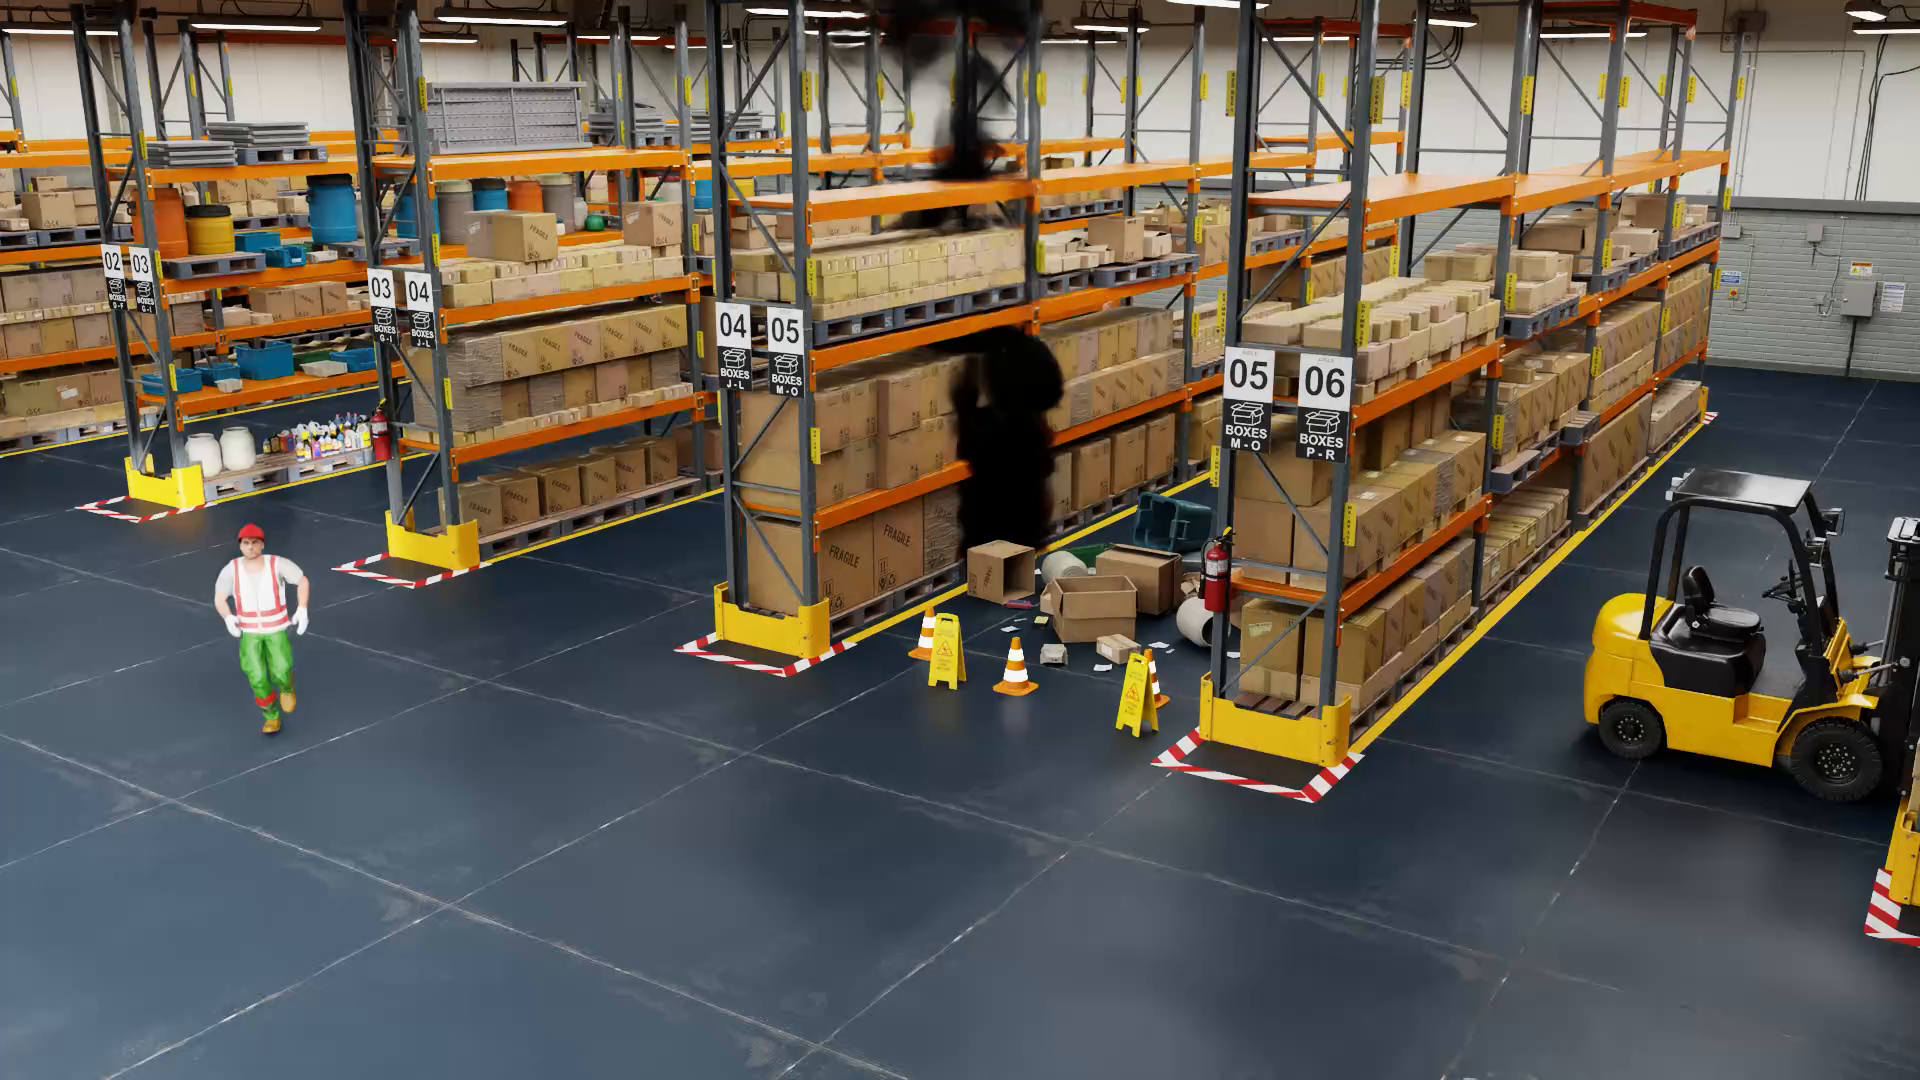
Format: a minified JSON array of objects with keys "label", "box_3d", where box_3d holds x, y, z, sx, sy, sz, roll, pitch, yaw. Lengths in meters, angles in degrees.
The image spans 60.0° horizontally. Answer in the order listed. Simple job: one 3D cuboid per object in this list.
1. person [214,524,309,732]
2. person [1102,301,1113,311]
[{"label":"person","box_3d":[-5.595,0.720,13.377,0.707,1.742,0.591,-5,16,-17]},{"label":"person","box_3d":[2.385,-3.107,27.258,0.655,1.673,0.601,7,17,24]}]
